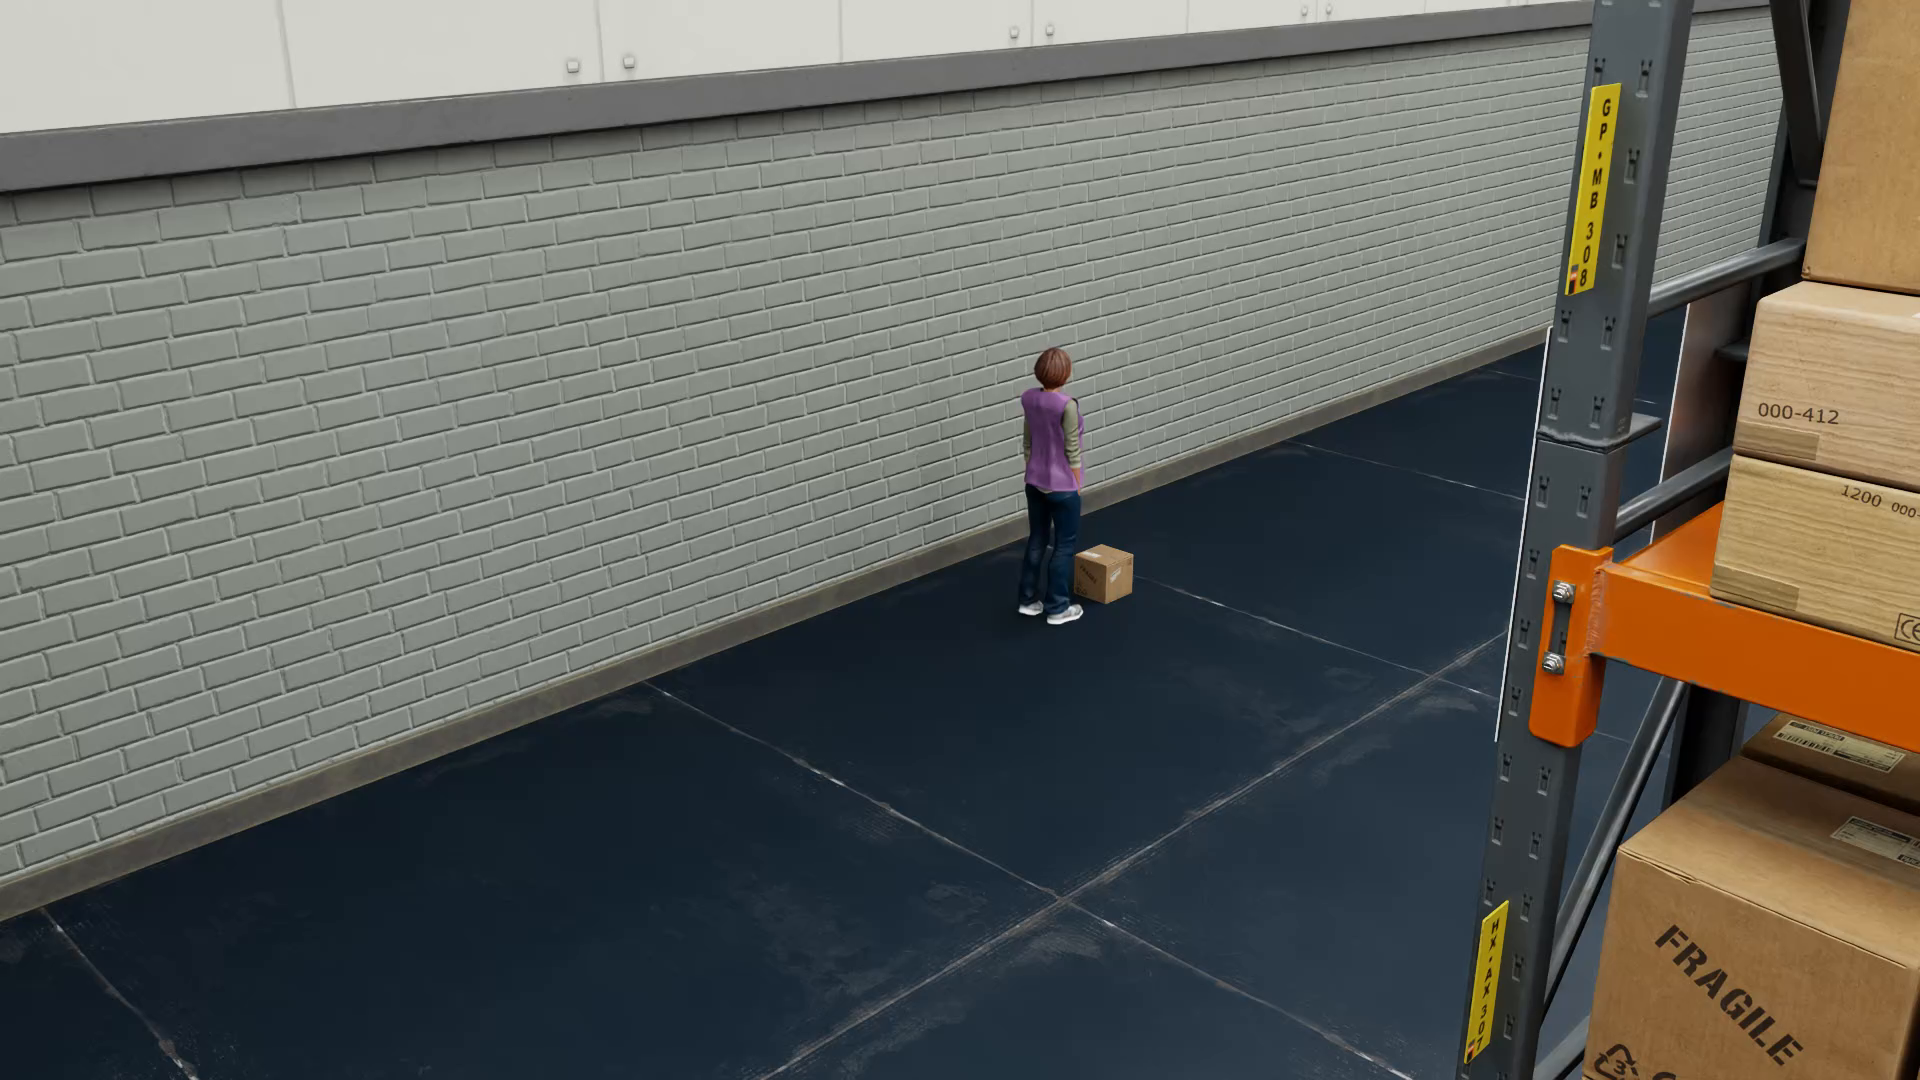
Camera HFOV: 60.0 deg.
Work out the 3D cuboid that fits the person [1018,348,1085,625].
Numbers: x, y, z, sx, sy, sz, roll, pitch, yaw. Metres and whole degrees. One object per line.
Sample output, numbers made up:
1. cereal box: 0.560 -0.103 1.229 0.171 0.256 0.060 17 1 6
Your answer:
1. person: 0.518 -0.292 9.402 0.311 1.629 0.408 -19 28 -41
